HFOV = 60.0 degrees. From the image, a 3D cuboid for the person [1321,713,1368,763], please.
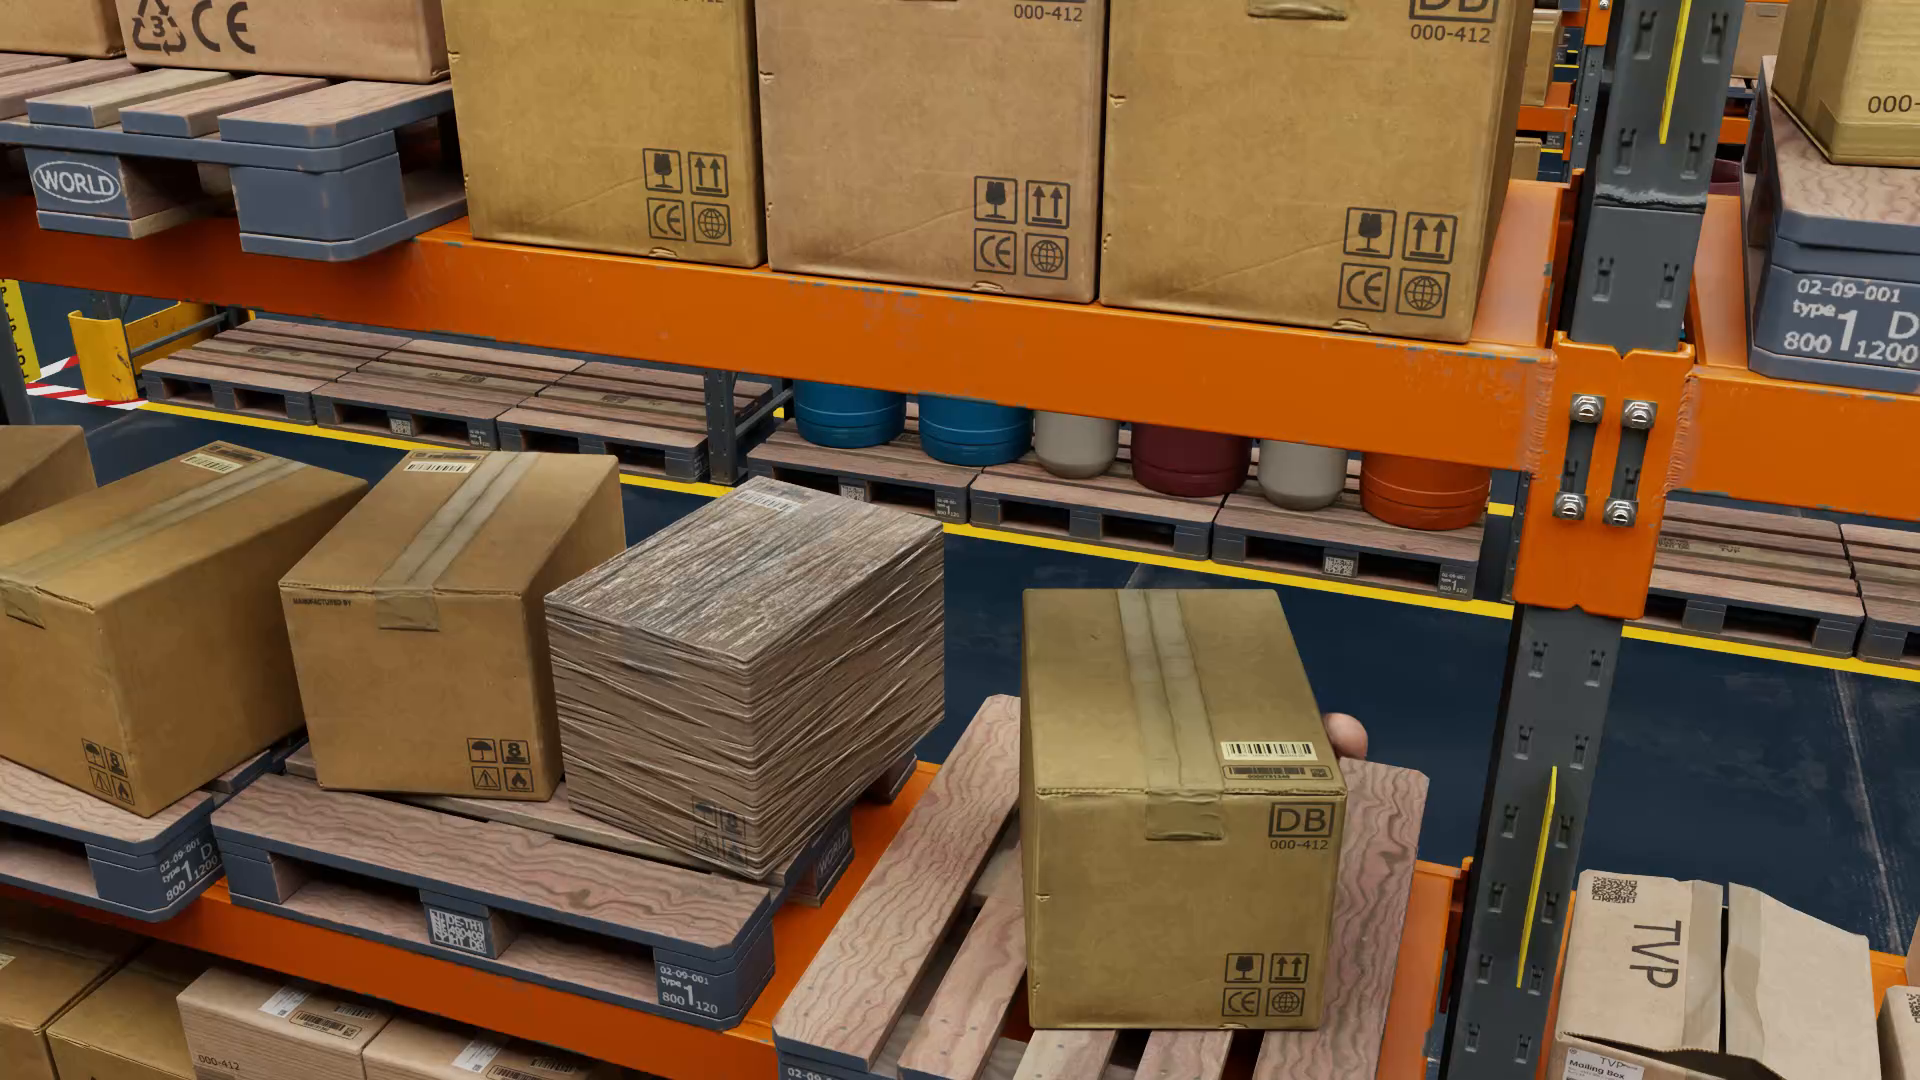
[{"bbox_3d":[0.809,0.765,5.358,0.948,1.014,0.489,7,27,15],"label":"person"}]
